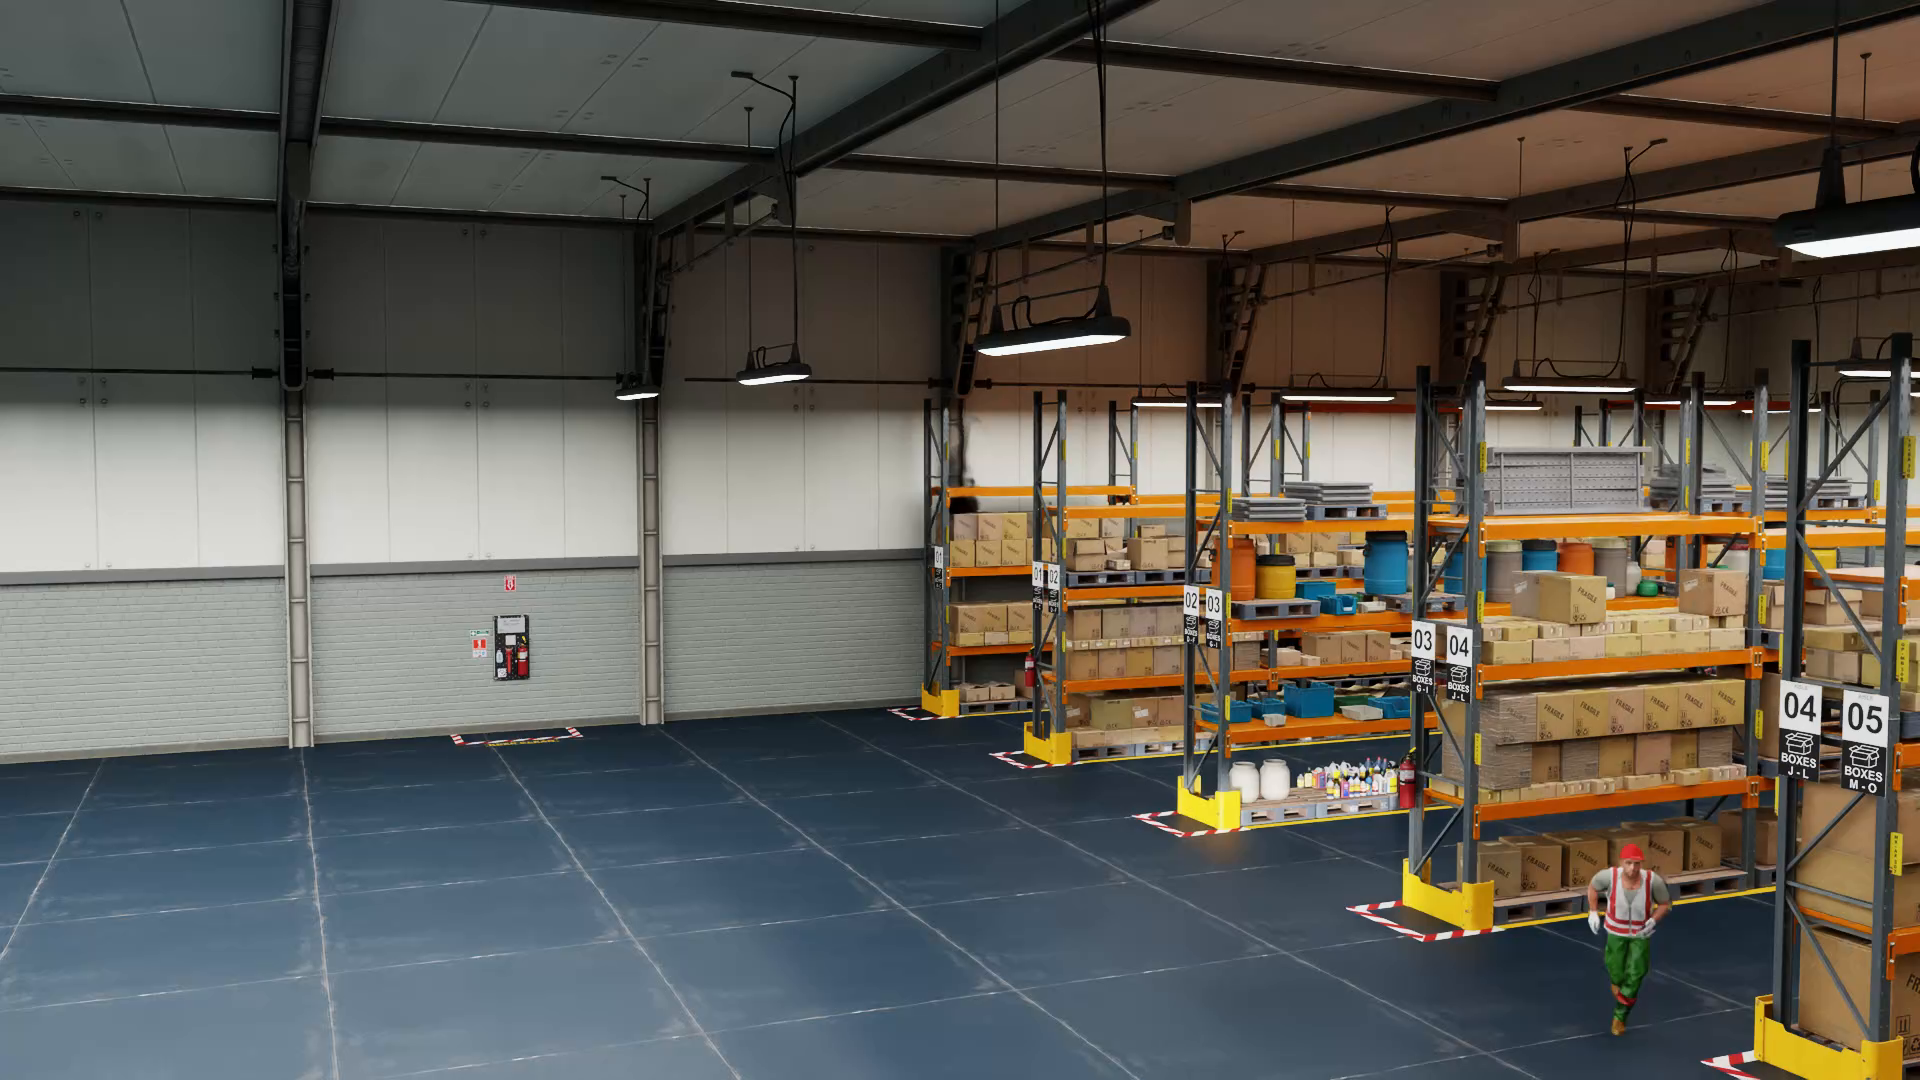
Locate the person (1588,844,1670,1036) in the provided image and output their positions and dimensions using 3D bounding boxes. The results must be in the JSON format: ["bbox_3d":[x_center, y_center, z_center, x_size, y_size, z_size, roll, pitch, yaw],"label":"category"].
[{"bbox_3d":[5.863,3.466,14.604,0.654,1.712,0.776,1,3,15],"label":"person"}]
